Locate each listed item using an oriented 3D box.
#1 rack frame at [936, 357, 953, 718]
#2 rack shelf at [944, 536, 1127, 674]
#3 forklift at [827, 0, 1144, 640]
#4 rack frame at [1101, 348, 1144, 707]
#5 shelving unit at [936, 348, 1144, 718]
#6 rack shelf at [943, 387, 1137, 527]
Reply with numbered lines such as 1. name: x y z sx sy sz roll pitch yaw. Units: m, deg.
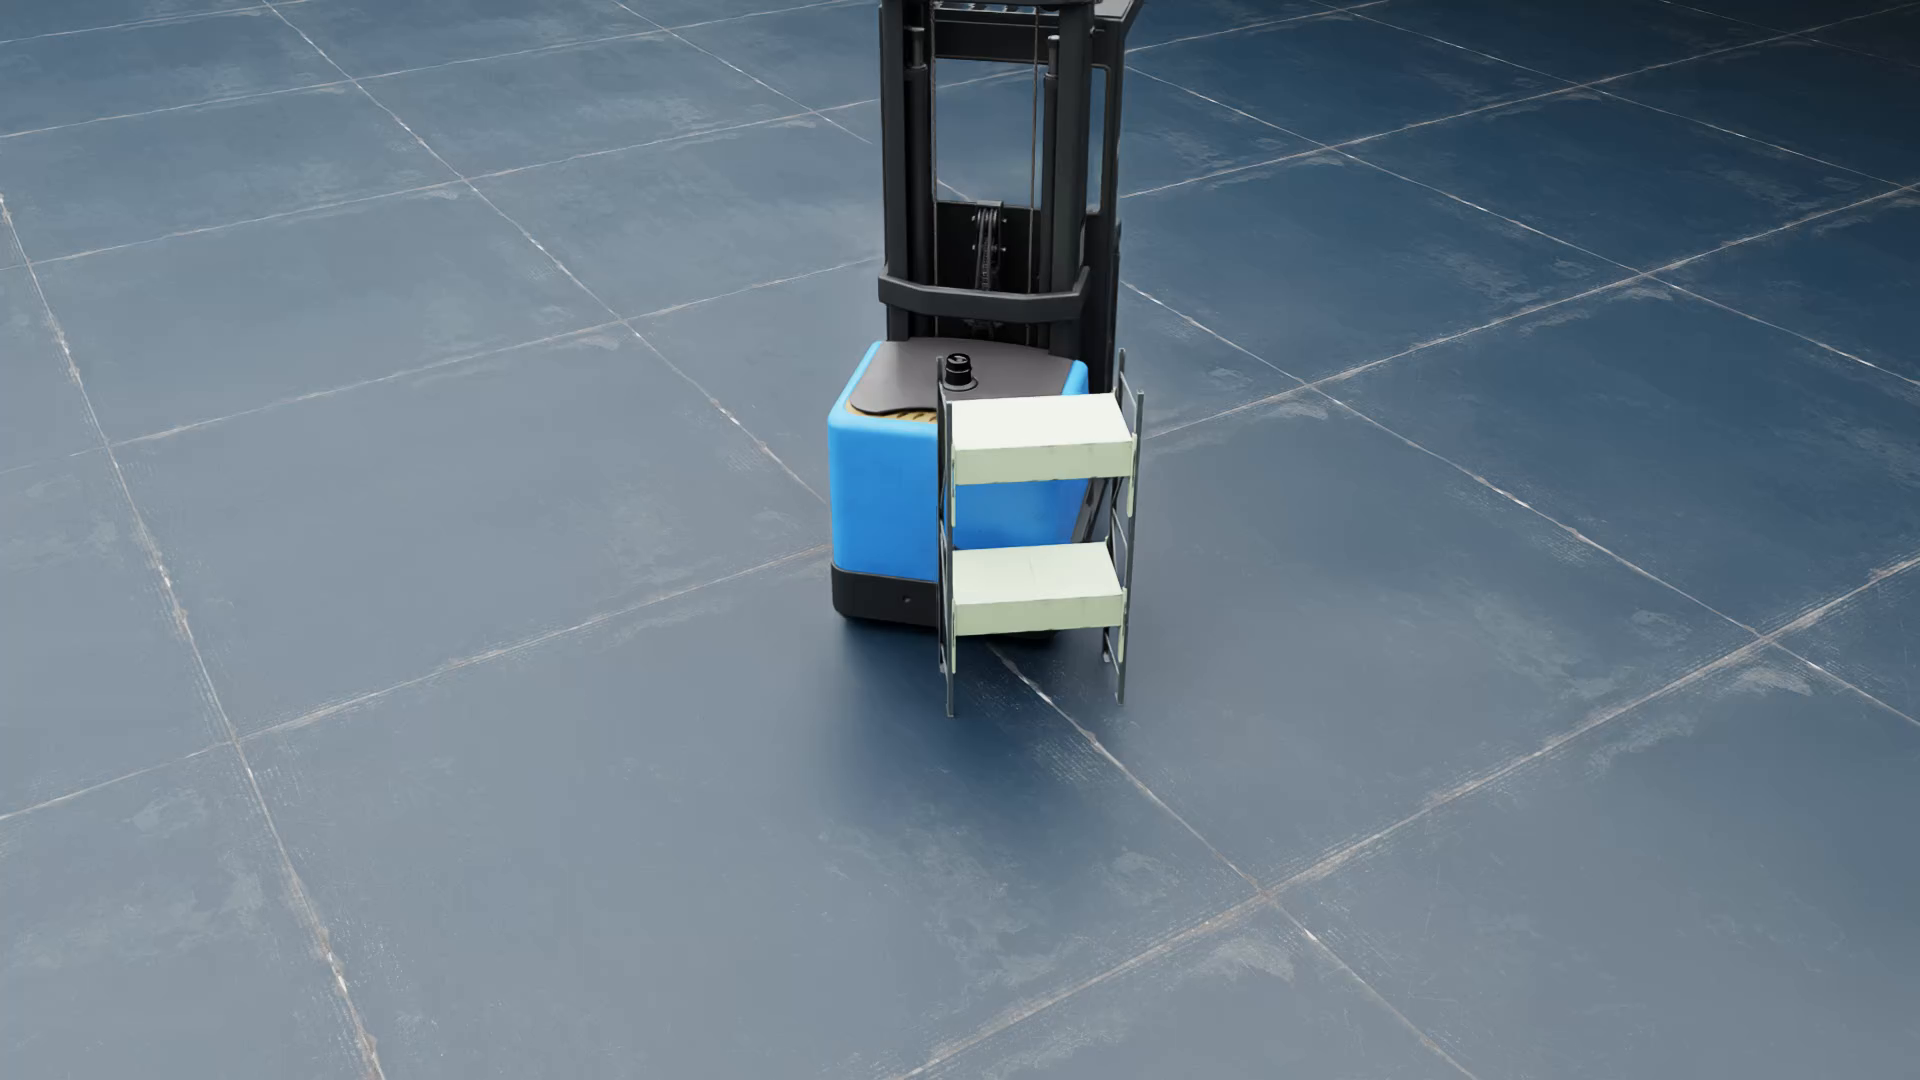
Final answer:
1. rack frame: -0.061 0.015 6.820 0.023 1.500 0.400 -3 32 -5
2. rack shelf: 0.303 0.270 7.027 0.720 0.370 0.431 -3 32 -5
3. forklift: 0.236 -1.572 7.995 1.130 2.935 3.031 7 33 11
4. rack frame: 0.666 -0.027 6.887 0.023 1.500 0.400 -3 32 -5
5. shelving unit: 0.303 -0.006 6.853 0.755 1.500 0.431 -3 32 -5
6. rack shelf: 0.303 -0.336 6.645 0.720 0.370 0.431 -3 32 -5
